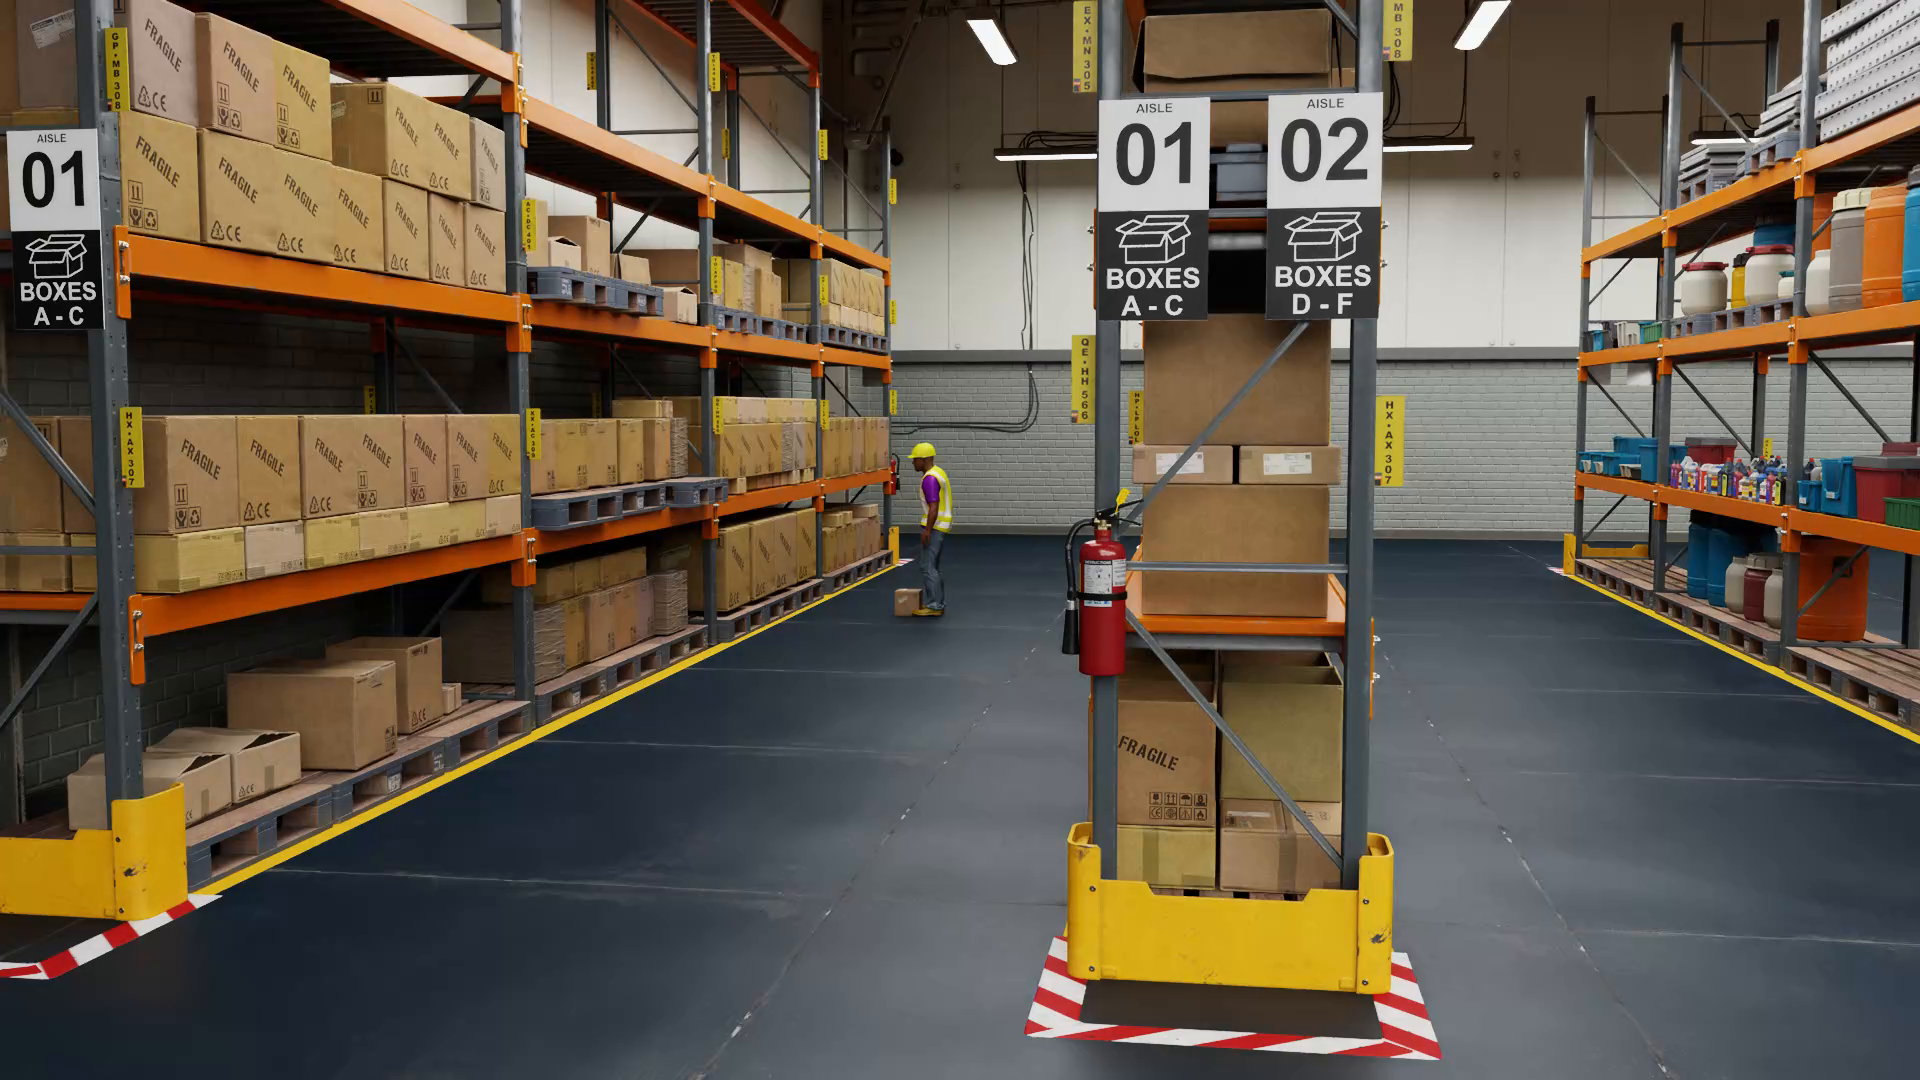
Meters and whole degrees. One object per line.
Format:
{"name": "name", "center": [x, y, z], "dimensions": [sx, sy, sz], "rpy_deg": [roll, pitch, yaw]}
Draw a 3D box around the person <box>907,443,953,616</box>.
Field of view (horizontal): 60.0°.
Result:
{"name": "person", "center": [-0.304, -0.110, 16.956], "dimensions": [0.459, 1.760, 0.634], "rpy_deg": [0, 4, 5]}
